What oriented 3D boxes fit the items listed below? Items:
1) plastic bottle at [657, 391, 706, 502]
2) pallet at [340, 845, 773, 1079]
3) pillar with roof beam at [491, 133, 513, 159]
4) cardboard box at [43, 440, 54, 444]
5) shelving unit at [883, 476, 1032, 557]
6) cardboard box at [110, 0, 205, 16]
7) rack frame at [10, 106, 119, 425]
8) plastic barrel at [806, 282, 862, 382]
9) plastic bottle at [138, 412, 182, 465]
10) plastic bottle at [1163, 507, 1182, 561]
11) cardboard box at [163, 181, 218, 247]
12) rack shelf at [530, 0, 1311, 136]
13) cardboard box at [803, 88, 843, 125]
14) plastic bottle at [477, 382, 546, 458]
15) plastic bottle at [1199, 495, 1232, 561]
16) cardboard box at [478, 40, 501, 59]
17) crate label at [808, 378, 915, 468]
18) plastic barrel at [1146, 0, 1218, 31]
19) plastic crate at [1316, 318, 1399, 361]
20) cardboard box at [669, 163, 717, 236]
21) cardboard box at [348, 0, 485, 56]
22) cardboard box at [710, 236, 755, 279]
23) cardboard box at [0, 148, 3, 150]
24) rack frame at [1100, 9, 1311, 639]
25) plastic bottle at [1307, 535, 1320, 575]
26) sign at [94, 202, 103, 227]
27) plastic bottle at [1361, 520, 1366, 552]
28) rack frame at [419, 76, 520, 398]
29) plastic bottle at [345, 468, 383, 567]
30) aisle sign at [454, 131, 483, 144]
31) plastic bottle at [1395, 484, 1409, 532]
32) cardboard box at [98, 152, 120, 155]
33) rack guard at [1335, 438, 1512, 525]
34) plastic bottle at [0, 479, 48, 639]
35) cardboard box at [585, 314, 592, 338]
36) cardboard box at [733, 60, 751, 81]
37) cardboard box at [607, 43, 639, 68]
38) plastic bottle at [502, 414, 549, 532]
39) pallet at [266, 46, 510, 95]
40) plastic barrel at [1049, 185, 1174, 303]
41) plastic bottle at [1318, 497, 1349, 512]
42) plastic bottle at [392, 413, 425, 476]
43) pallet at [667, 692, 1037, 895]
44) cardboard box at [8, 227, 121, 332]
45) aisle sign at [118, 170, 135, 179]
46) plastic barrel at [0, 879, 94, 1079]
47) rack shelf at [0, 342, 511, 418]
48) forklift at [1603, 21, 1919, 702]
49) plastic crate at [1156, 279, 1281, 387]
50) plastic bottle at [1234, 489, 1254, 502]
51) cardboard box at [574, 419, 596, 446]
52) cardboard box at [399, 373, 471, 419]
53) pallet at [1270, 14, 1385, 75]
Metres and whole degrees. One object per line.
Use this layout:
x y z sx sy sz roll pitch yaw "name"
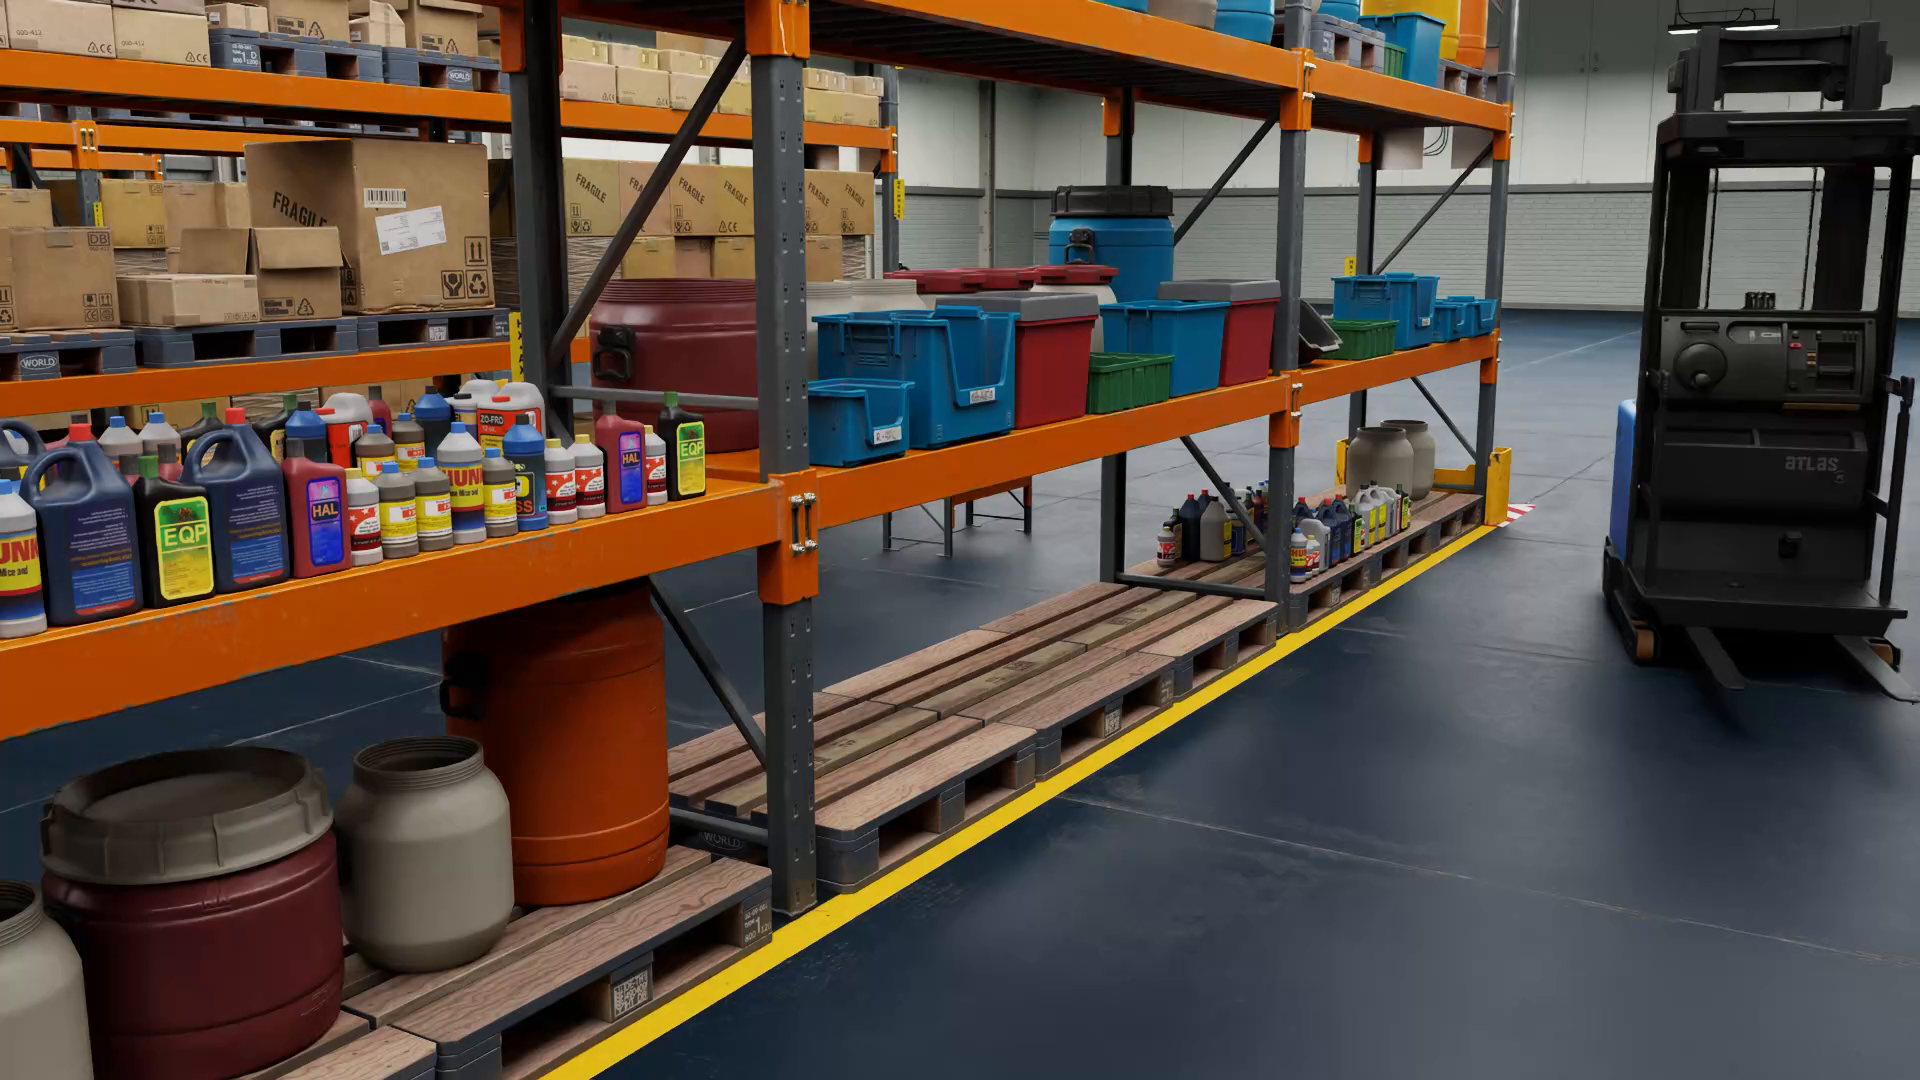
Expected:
-0.732 -0.251 4.374 0.061 0.283 0.133 6 12 31 "plastic bottle"
-1.261 1.086 4.494 1.003 0.211 1.213 6 12 31 "pallet"
-4.903 -7.966 28.963 9.100 9.000 0.548 6 12 31 "pillar with roof beam"
-4.798 -0.350 8.147 0.500 0.250 0.500 7 13 33 "cardboard box"
-0.004 -0.552 10.759 0.538 1.125 1.048 6 12 31 "shelving unit"
-4.135 -2.864 8.231 0.500 0.500 0.500 6 12 29 "cardboard box"
-7.230 -2.005 13.425 1.000 3.000 0.127 6 12 31 "rack frame"
-0.535 -0.650 5.884 0.421 0.512 0.421 0 11 0 "plastic barrel"
-1.901 -0.166 3.956 0.097 0.271 0.097 0 11 0 "plastic bottle"
1.158 -0.030 9.063 0.061 0.283 0.133 7 13 34 "plastic bottle"
-6.823 -2.761 14.125 0.875 0.550 0.550 6 12 31 "cardboard box"
0.152 -1.848 6.391 1.077 0.370 4.000 6 12 31 "rack shelf"
-1.256 -3.366 12.951 0.500 0.250 0.500 6 12 31 "cardboard box"
-1.258 -0.300 4.656 0.152 0.276 0.135 6 12 31 "plastic bottle"
1.401 -0.071 9.099 0.144 0.351 0.185 6 12 31 "plastic bottle"
-3.121 -3.190 10.930 0.380 0.149 0.250 7 13 32 "cardboard box"
-0.348 -0.361 5.099 0.303 0.233 0.416 6 12 31 "crate label"
0.772 -2.559 6.872 0.600 0.901 0.600 0 11 0 "plastic barrel"
2.136 -1.124 9.297 0.450 0.188 0.662 6 12 31 "plastic crate"
-2.074 -2.406 11.769 0.500 0.500 0.500 6 12 31 "cardboard box"
-3.372 -3.182 10.140 0.797 0.503 0.637 6 12 28 "cardboard box"
-1.999 -2.013 12.391 0.875 0.500 0.500 6 12 31 "cardboard box"
-10.142 -4.113 17.218 0.380 0.149 0.250 6 12 30 "cardboard box"
1.190 -1.042 8.281 1.000 3.000 0.127 6 12 31 "rack frame"
1.836 0.077 8.713 0.097 0.201 0.097 0 11 0 "plastic bottle"
-6.761 -2.484 13.057 0.100 0.325 0.005 6 12 31 "sign"
2.229 -0.042 9.349 0.097 0.201 0.097 0 11 0 "plastic bottle"
-3.043 -1.515 10.809 1.000 3.000 0.127 6 12 31 "rack frame"
-1.281 -0.051 3.528 0.097 0.201 0.097 0 11 0 "plastic bottle"
-4.860 -3.894 16.452 0.394 0.787 0.004 6 12 31 "aisle sign"
2.643 -0.201 9.977 0.061 0.283 0.133 7 13 32 "plastic bottle"
-9.484 -4.317 18.305 0.380 0.149 0.250 6 12 31 "cardboard box"
3.267 -0.426 11.784 1.175 0.500 0.348 6 12 31 "rack guard"
-1.662 0.030 2.905 0.097 0.271 0.097 0 11 0 "plastic bottle"
-2.534 -1.435 11.062 0.380 0.149 0.250 6 12 31 "cardboard box"
-1.708 -3.424 12.182 0.380 0.149 0.250 6 12 28 "cardboard box"
-2.372 -3.222 11.102 0.380 0.149 0.250 6 12 31 "cardboard box"
-1.029 -0.162 3.930 0.097 0.271 0.097 0 11 0 "plastic bottle"
-3.455 -2.810 10.086 1.213 0.211 1.003 6 12 31 "pallet"
0.730 -1.256 8.065 0.600 0.901 0.708 6 12 31 "plastic barrel"
2.143 -0.113 9.528 0.152 0.276 0.135 6 12 31 "plastic bottle"
-1.522 -0.247 4.575 0.097 0.201 0.097 0 11 0 "plastic bottle"
-0.451 0.840 5.809 1.003 0.211 1.213 6 12 31 "pallet"
-4.669 -1.327 8.395 0.700 0.500 0.500 9 14 39 "cardboard box"
-9.669 -4.408 19.197 0.394 0.787 0.004 6 12 31 "aisle sign"
-1.929 0.957 3.223 0.421 0.512 0.421 0 11 0 "plastic barrel"
-4.082 -0.847 9.195 1.077 0.370 4.000 6 12 31 "rack shelf"
3.755 -0.890 7.658 1.130 2.935 3.031 3 11 16 "forklift"
1.200 -0.968 7.712 0.402 0.464 0.583 6 12 31 "plastic crate"
1.633 -0.154 9.747 0.152 0.276 0.135 7 12 32 "plastic bottle"
-2.801 -0.552 11.316 0.500 0.500 0.500 6 12 29 "cardboard box"
-5.449 -1.683 16.339 0.875 0.875 0.875 6 12 31 "cardboard box"
1.481 -2.546 8.679 1.213 0.211 1.003 6 12 31 "pallet"
